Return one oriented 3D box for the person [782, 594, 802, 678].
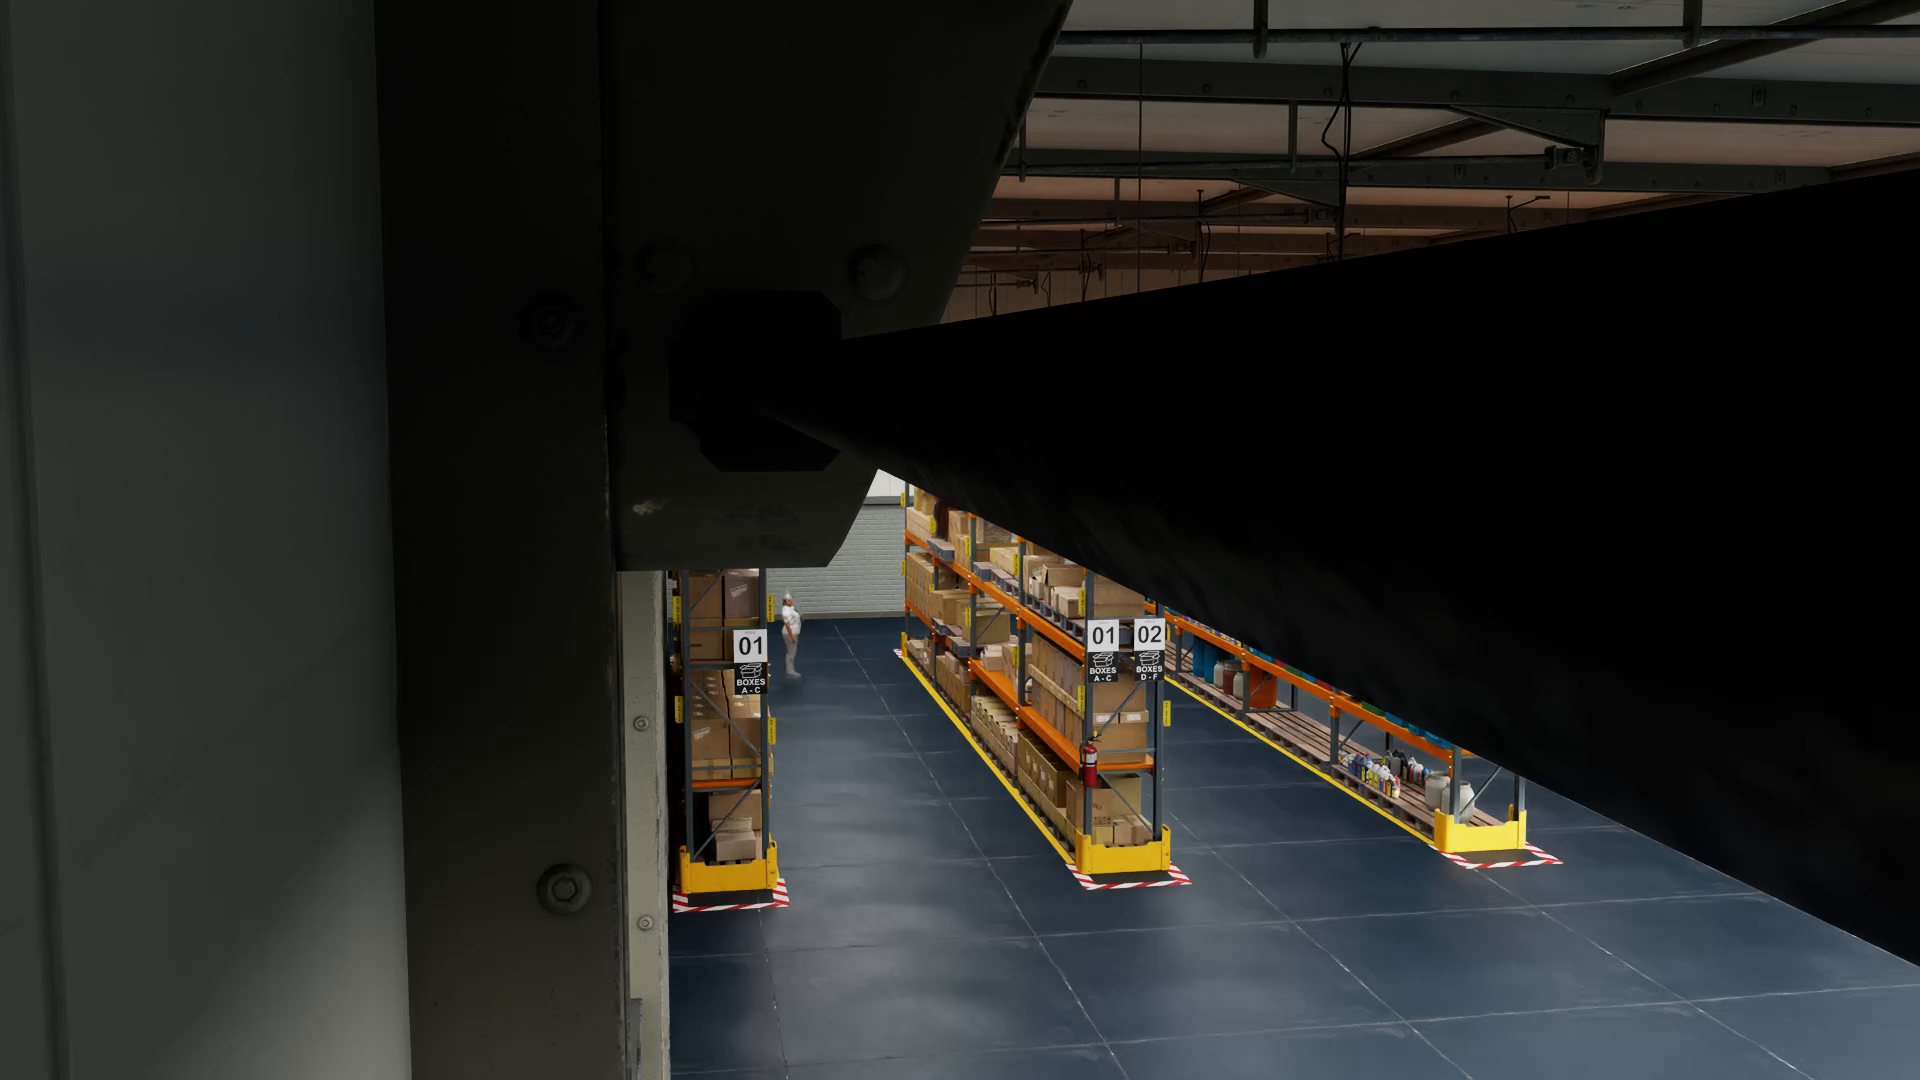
[{"bbox_3d":[-3.355,1.917,33.176,0.393,1.675,0.503,0,6,-3],"label":"person"}]
